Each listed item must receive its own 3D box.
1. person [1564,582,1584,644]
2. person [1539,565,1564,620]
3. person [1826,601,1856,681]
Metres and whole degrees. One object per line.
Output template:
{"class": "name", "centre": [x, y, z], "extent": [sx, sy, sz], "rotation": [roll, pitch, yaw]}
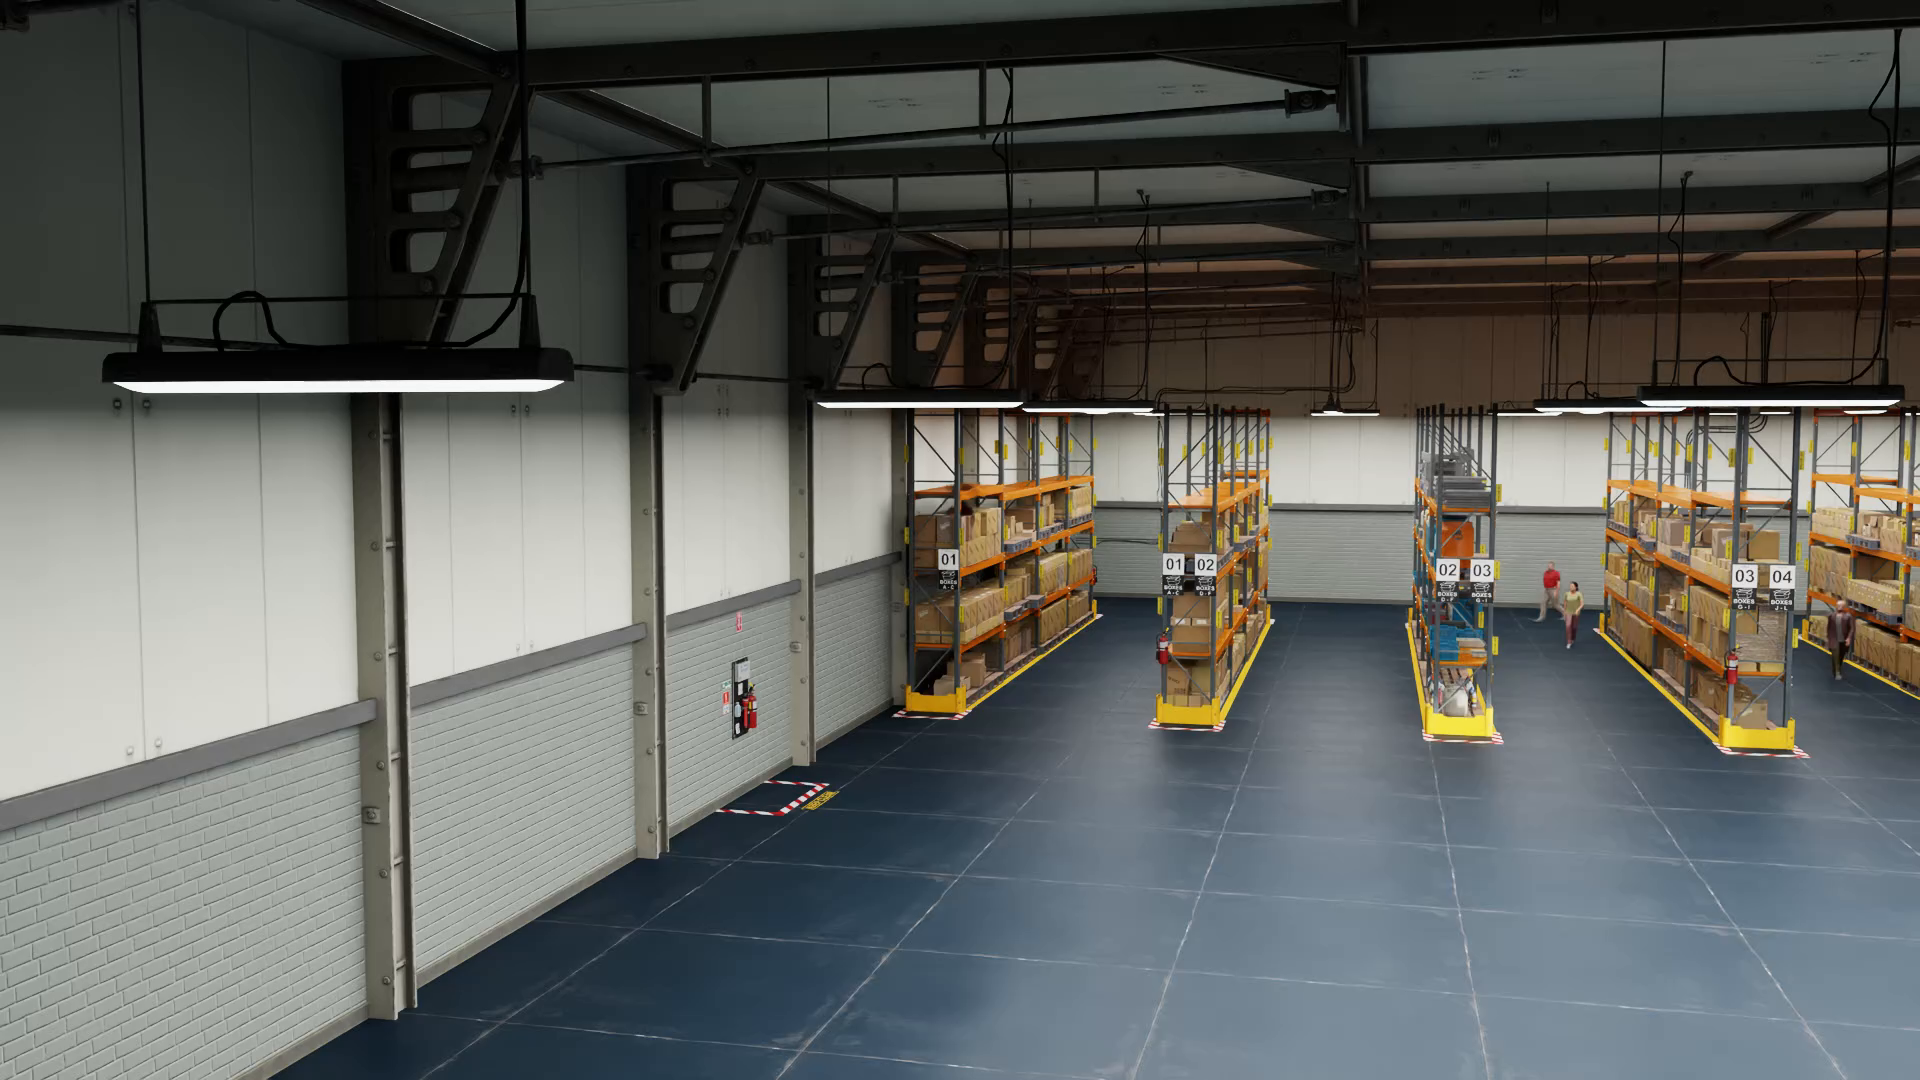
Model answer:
{"class": "person", "centre": [15.444, 1.822, 41.859], "extent": [0.458, 1.559, 0.811], "rotation": [1, 4, 17]}
{"class": "person", "centre": [16.680, 1.478, 46.821], "extent": [0.747, 1.559, 0.524], "rotation": [-1, 4, -20]}
{"class": "person", "centre": [19.235, 2.187, 36.311], "extent": [0.537, 1.717, 1.126], "rotation": [1, 4, 13]}
